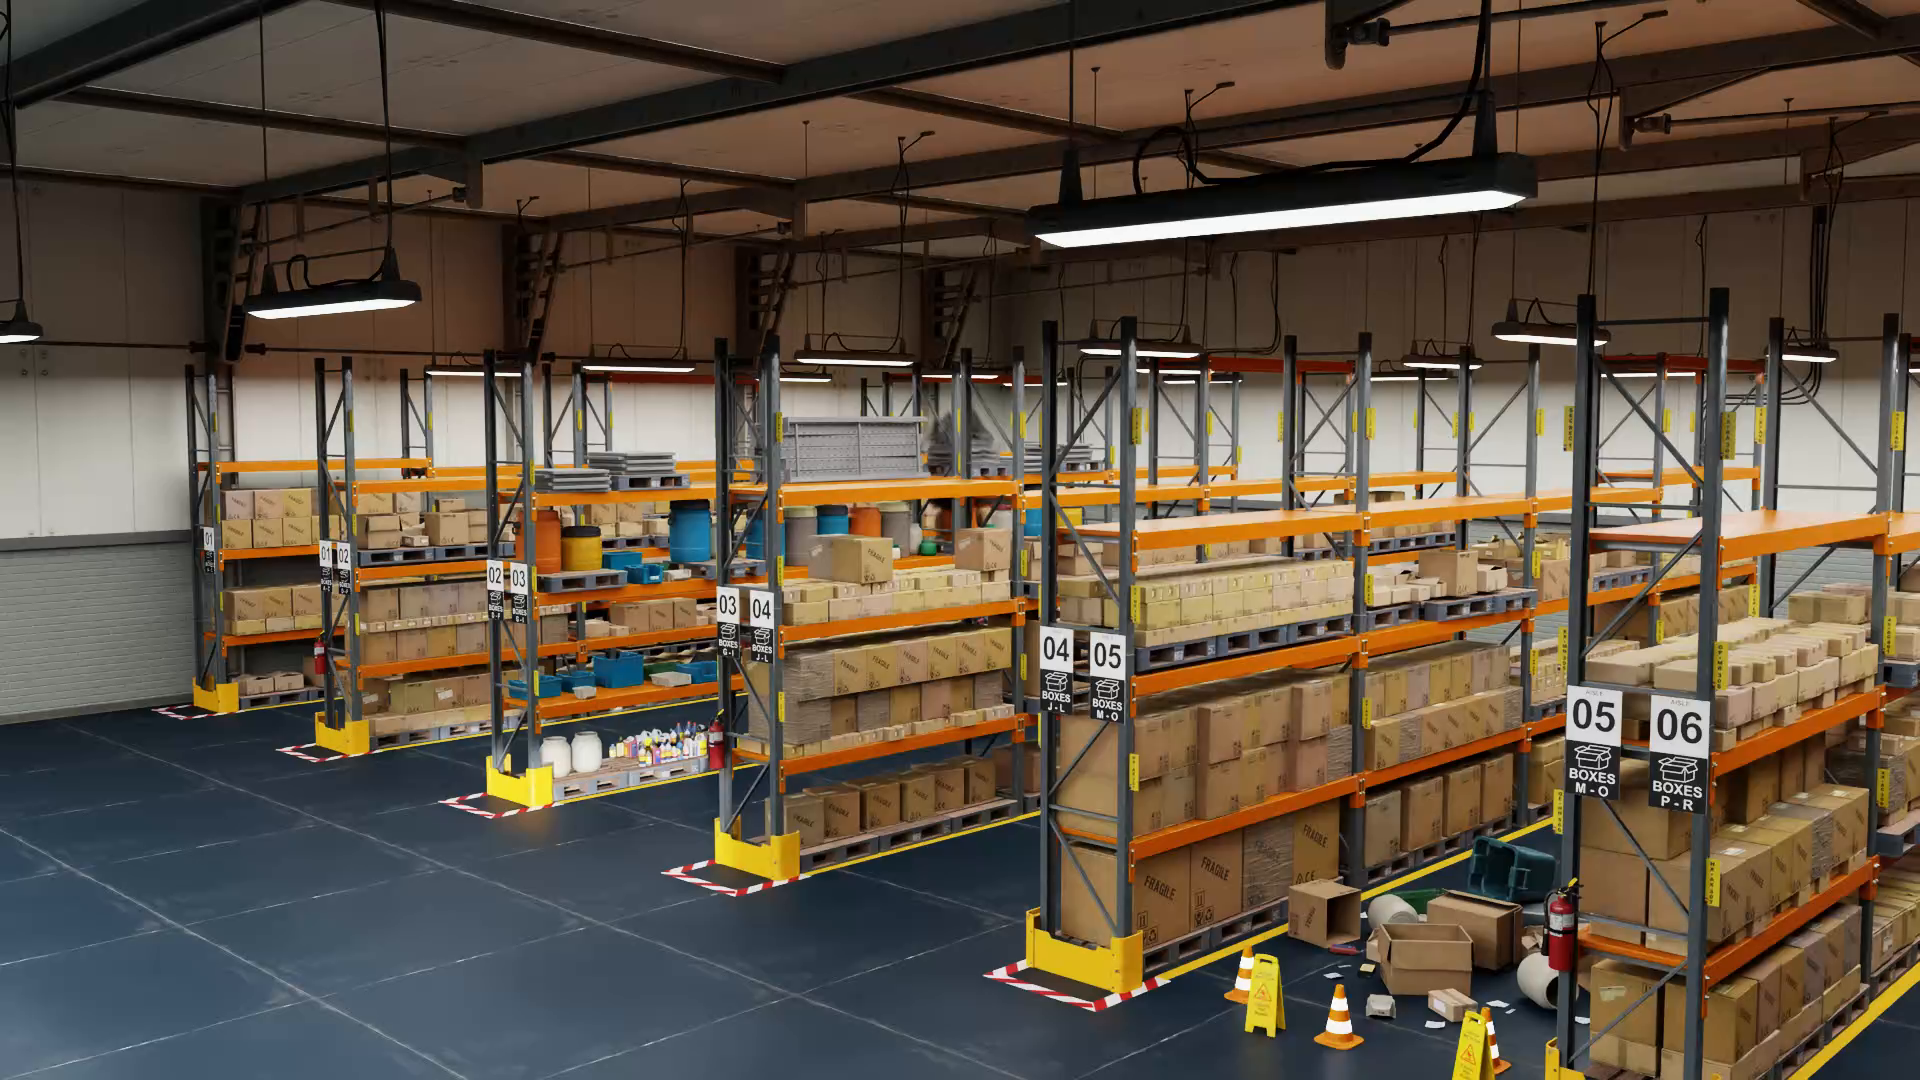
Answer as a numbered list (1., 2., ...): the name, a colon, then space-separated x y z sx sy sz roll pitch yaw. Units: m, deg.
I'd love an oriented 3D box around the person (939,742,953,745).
1. person: 0.034 2.380 25.950 1.054 1.567 0.664 -4 6 -40
